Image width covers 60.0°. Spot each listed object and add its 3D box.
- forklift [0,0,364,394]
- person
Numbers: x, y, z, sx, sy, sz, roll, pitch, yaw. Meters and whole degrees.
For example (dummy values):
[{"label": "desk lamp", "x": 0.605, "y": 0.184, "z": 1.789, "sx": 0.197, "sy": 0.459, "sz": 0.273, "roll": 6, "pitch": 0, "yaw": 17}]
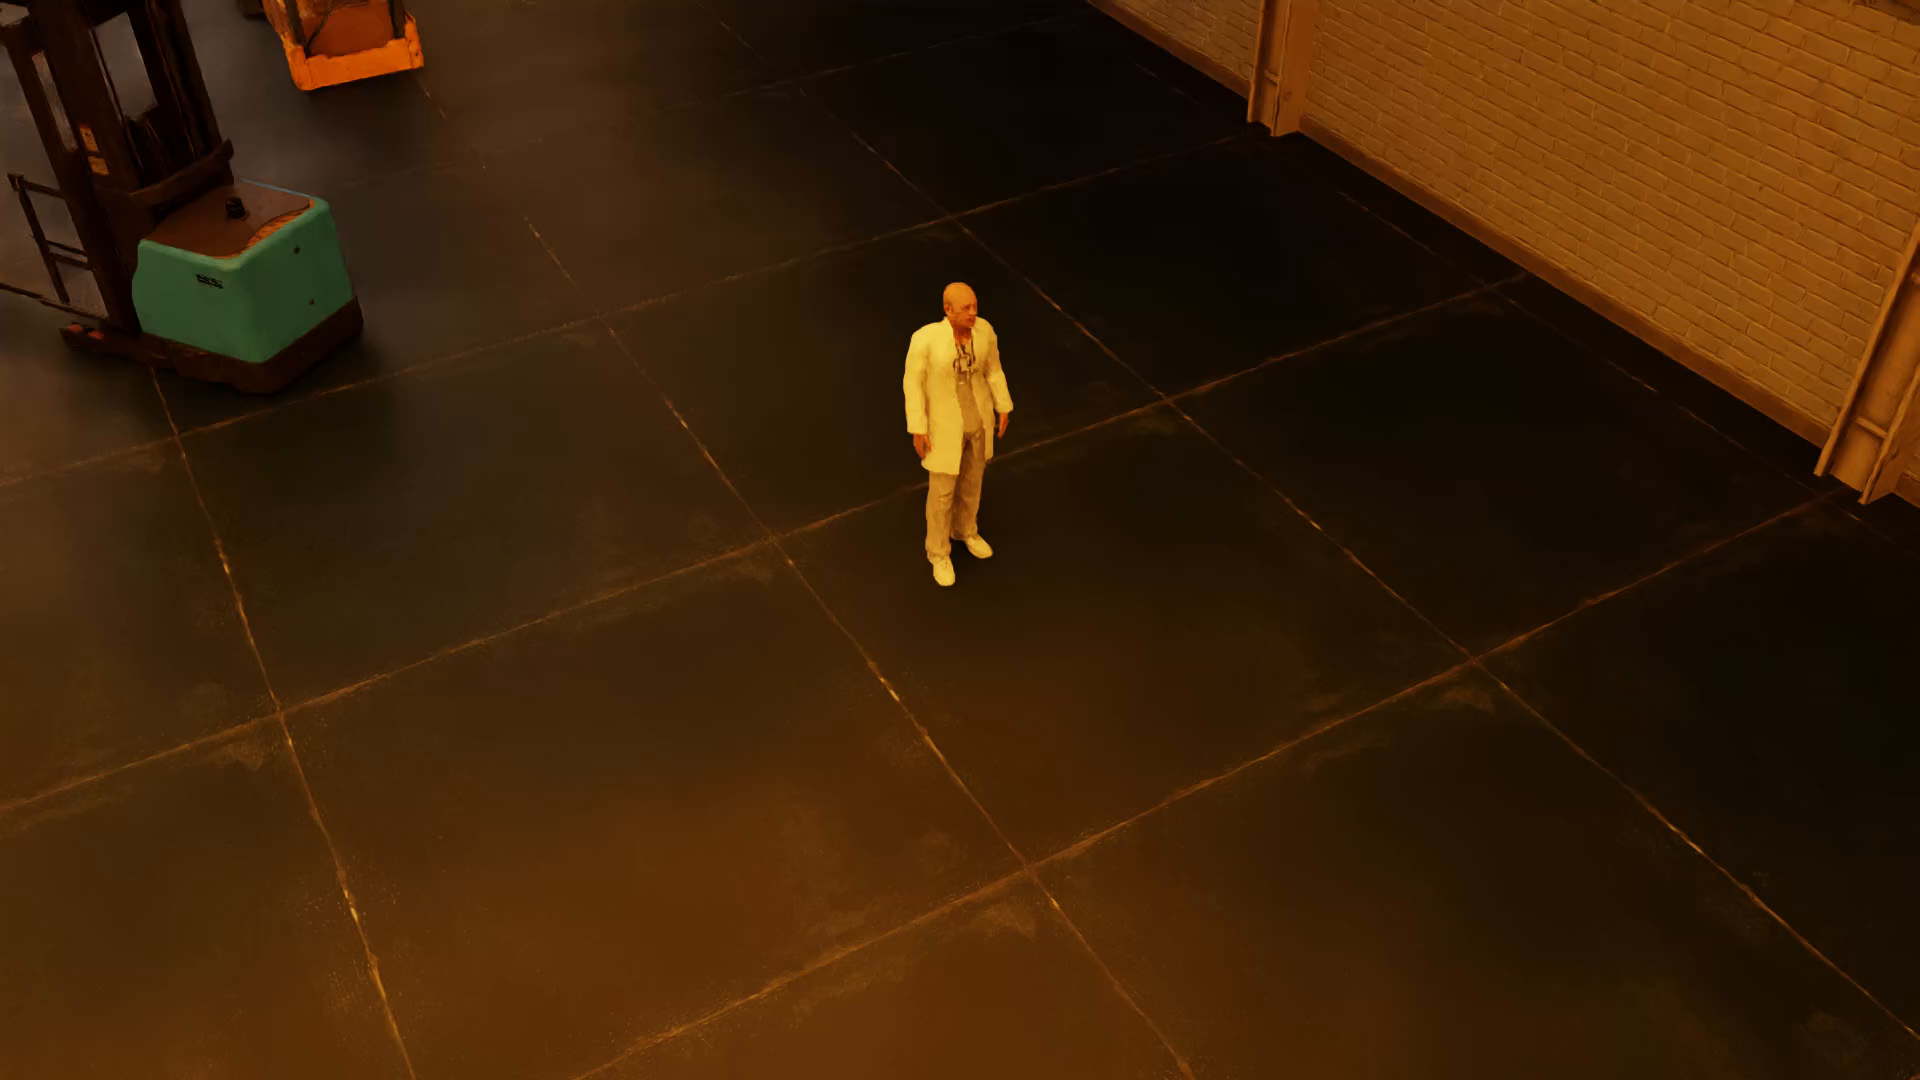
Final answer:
[{"label": "forklift", "x": -5.905, "y": -2.760, "z": 11.364, "sx": 3.031, "sy": 2.935, "sz": 1.130, "roll": 16, "pitch": 42, "yaw": 18}, {"label": "person", "x": 0.042, "y": -0.638, "z": 9.697, "sx": 0.694, "sy": 1.776, "sz": 0.579, "roll": -20, "pitch": 44, "yaw": -23}]
